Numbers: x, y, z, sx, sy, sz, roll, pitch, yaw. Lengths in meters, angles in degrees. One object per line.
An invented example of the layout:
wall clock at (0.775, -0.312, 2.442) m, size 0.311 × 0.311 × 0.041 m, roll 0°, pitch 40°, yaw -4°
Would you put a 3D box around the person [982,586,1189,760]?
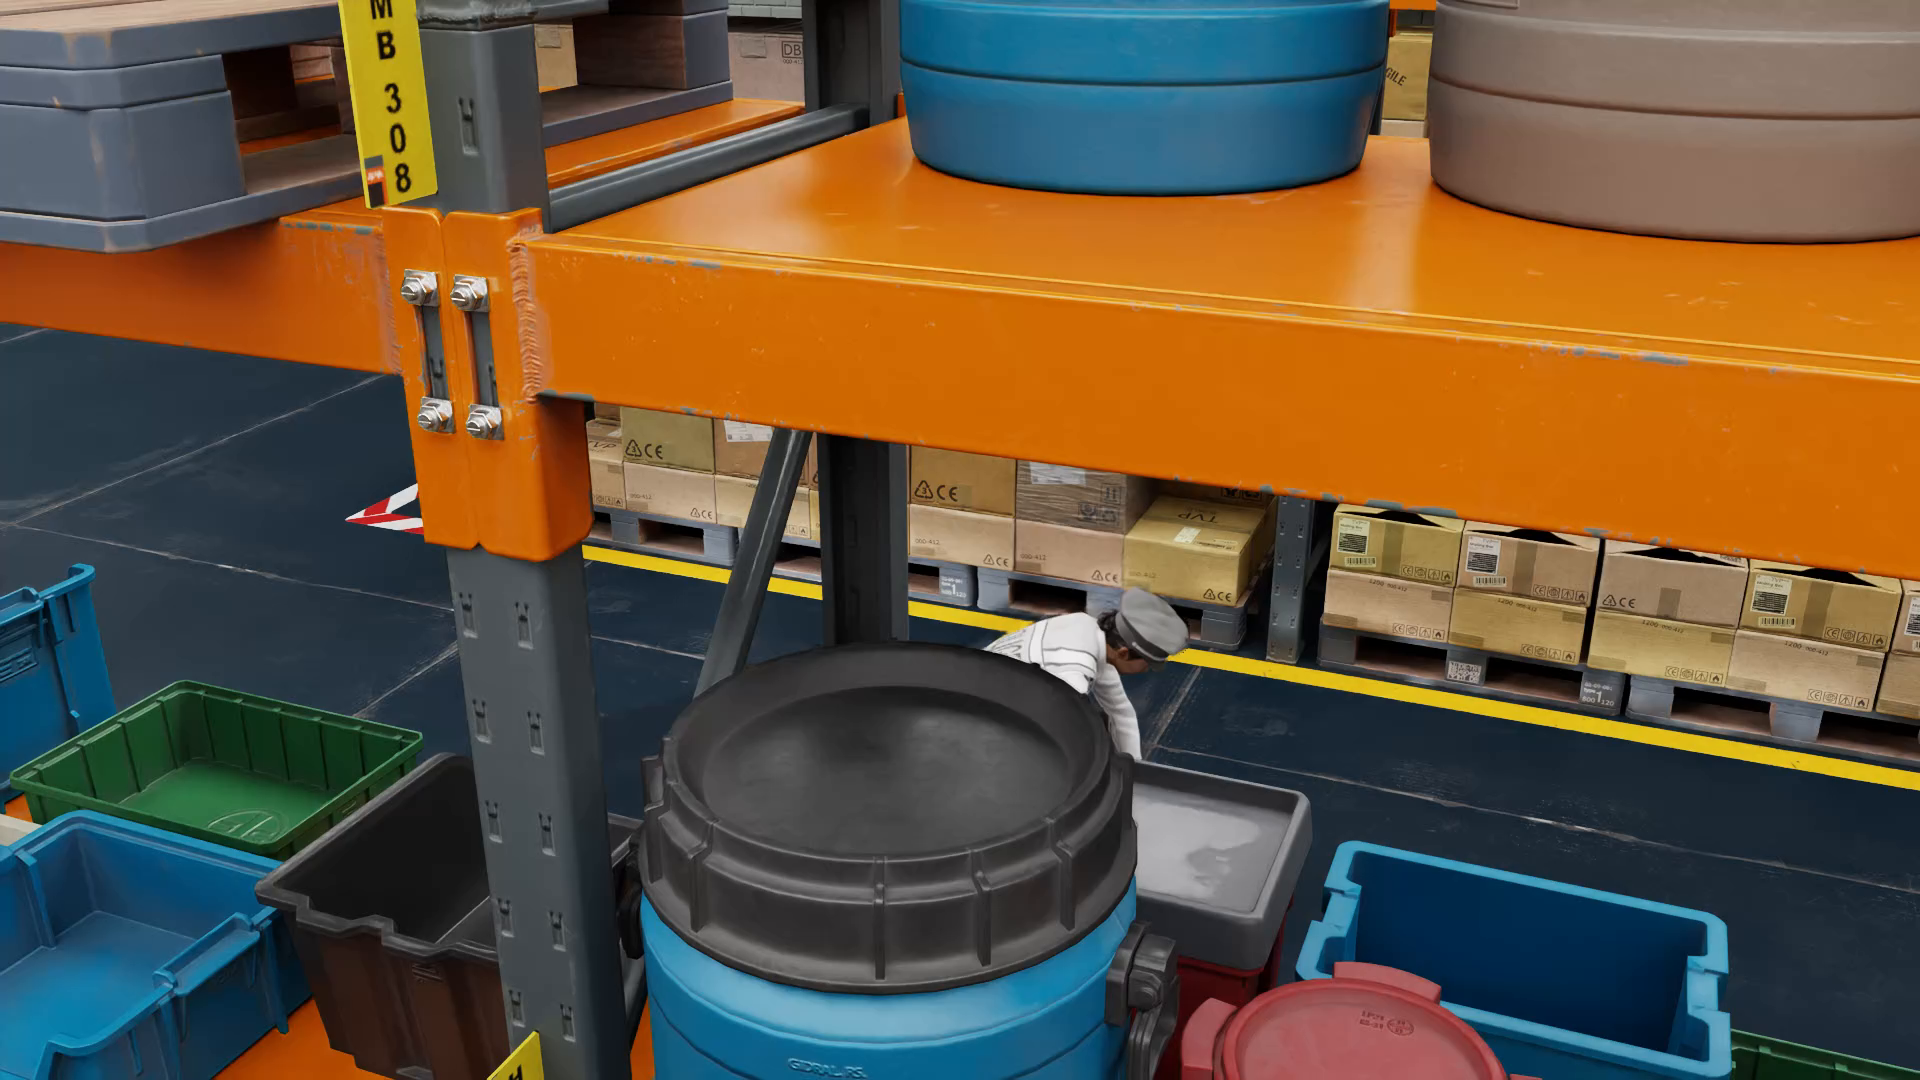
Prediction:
person at (0.313, 0.619, 5.436) m, size 0.837 × 1.028 × 0.498 m, roll 9°, pitch 24°, yaw 20°
